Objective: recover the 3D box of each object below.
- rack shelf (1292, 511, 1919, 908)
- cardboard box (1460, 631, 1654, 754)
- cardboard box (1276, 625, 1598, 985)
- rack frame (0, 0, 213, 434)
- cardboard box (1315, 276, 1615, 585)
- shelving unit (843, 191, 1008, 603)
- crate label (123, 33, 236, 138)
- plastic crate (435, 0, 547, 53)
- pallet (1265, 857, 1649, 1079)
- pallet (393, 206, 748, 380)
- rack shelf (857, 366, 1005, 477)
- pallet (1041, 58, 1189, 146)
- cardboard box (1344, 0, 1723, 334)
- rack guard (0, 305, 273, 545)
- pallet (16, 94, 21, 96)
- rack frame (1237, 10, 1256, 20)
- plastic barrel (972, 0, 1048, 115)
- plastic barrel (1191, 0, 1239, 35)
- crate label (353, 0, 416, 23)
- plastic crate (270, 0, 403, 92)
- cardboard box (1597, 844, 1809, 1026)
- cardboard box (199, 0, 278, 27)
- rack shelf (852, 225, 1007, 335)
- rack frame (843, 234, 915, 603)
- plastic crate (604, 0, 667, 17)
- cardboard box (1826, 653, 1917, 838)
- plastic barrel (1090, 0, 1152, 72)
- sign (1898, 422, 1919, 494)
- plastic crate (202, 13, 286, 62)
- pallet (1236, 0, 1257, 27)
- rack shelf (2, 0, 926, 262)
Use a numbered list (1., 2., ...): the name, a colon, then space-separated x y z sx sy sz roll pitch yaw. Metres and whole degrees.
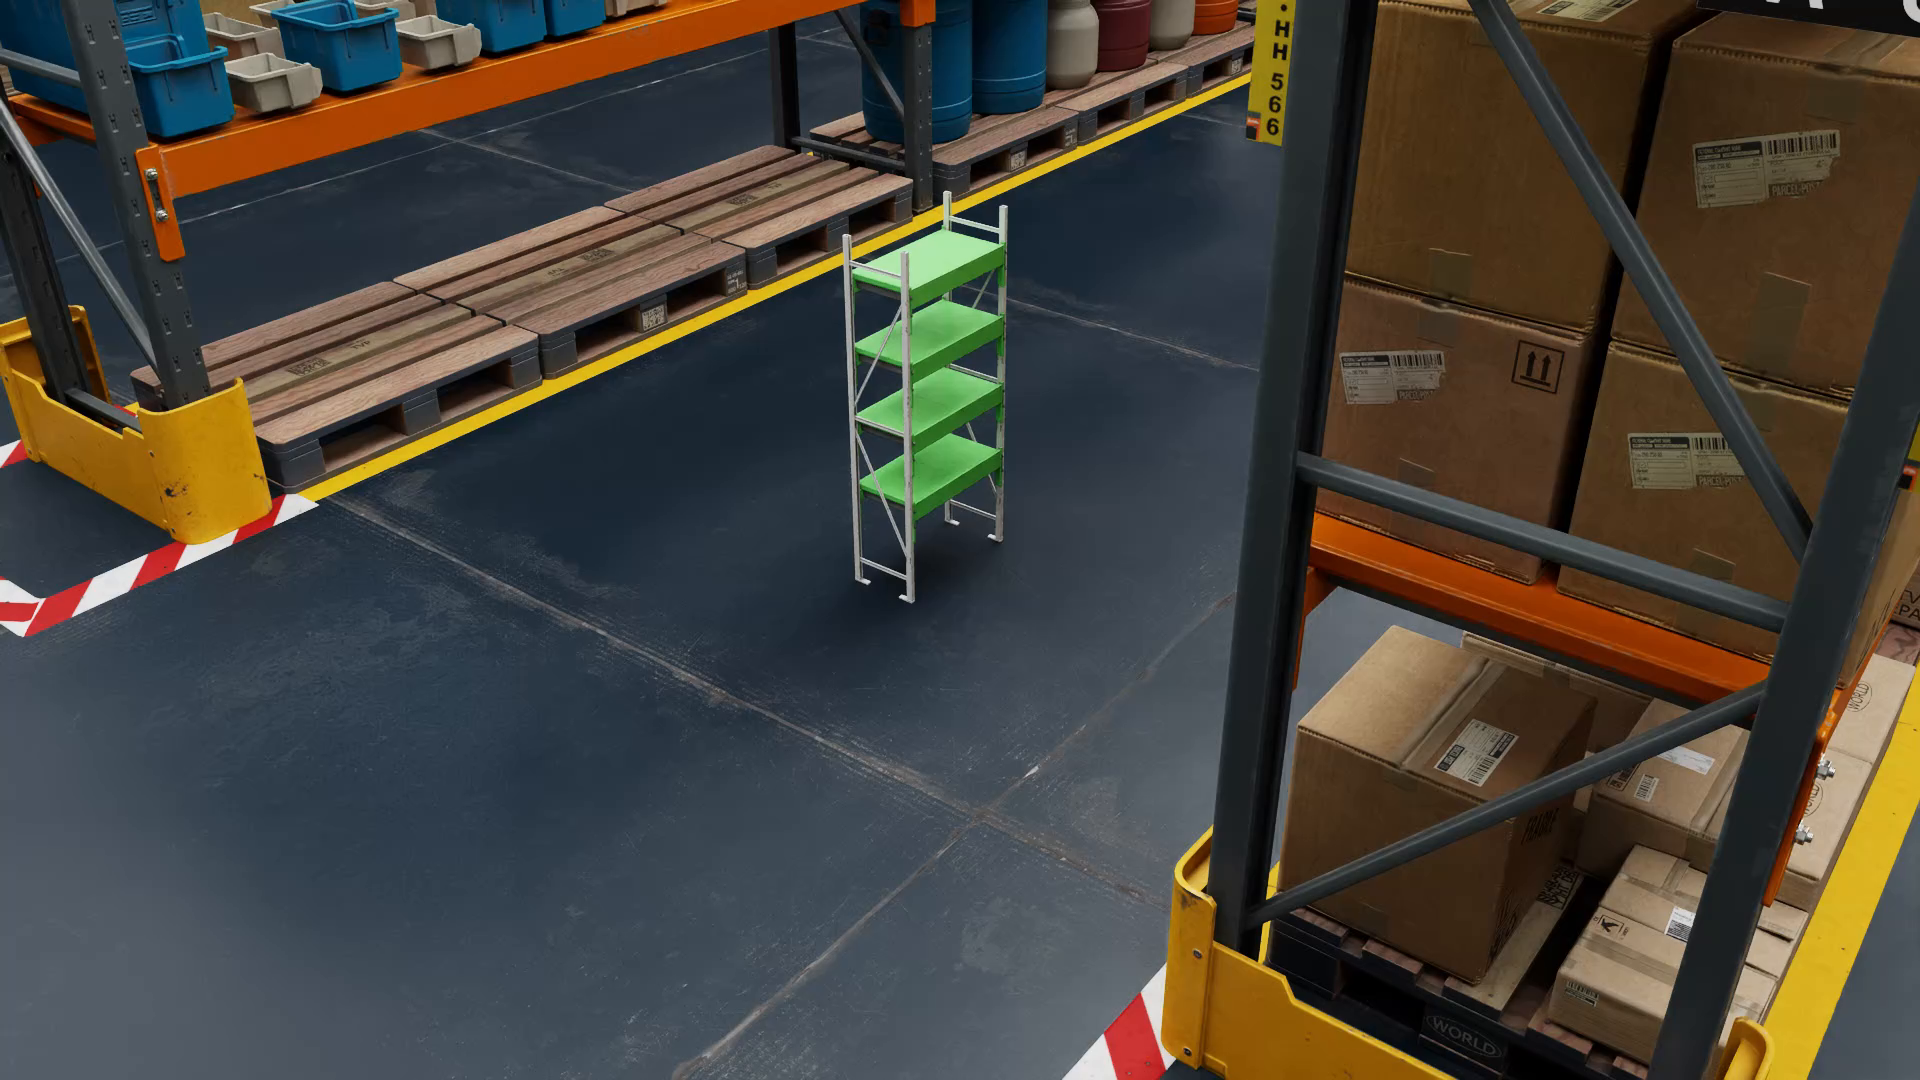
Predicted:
1. rack shelf: 2.165 -0.500 4.358 1.077 0.370 4.000 21 37 31
2. cardboard box: 1.687 0.323 4.528 0.500 0.250 0.500 21 37 31
3. cardboard box: 1.090 0.592 3.828 0.500 0.500 0.500 21 37 31
4. rack frame: -2.989 -1.523 5.377 1.000 3.000 0.127 21 37 31
5. cardboard box: 1.011 -0.306 3.225 0.500 0.500 0.500 22 37 33
6. shelving unit: -0.100 -0.449 5.331 0.258 1.200 0.503 21 37 31
7. crate label: -2.577 -1.476 5.403 0.416 0.233 0.303 21 37 31
8. plastic crate: -1.783 -2.011 6.306 0.416 0.233 0.300 21 37 31
9. pallet: 1.484 0.848 4.113 1.003 0.211 1.213 21 37 31
10. pallet: -1.723 -1.140 7.467 1.003 0.211 1.213 21 37 31
11. rack shelf: -0.100 -0.394 5.363 0.258 0.148 0.480 21 37 31
12. pallet: 0.661 -2.748 10.180 1.003 0.211 1.213 21 37 31
13. cardboard box: 1.007 -0.735 2.970 0.500 0.500 0.500 21 36 31
14. rack guard: -2.993 -0.434 5.991 1.175 0.500 0.348 21 37 31
15. pallet: -5.780 -2.690 10.082 1.003 0.211 1.213 21 37 31
16. rack frame: 1.840 -4.774 10.864 1.000 3.000 0.127 21 37 31
17. plastic barrel: 0.195 -2.930 9.399 0.600 0.901 0.708 21 37 31
18. plastic barrel: 1.559 -3.817 10.966 0.600 0.830 0.708 21 37 31
19. crate label: -2.306 -2.056 6.477 0.396 0.136 0.243 21 37 31
20. plastic crate: -2.180 -1.743 5.855 0.416 0.233 0.300 21 37 31
21. cardboard box: 1.636 0.867 3.693 0.380 0.166 0.250 21 37 31
22. cardboard box: -4.985 -3.696 10.716 0.875 0.875 0.875 21 37 31
23. rack shelf: -0.100 -0.807 5.118 0.258 0.148 0.480 21 37 31
24. rack frame: -0.247 -0.350 5.163 0.240 1.200 0.015 21 37 31
25. plastic crate: -1.386 -2.261 6.822 0.293 0.136 0.466 21 37 31
26. cardboard box: 2.116 0.457 4.303 0.500 0.250 0.500 21 37 31
27. plastic barrel: 0.877 -3.255 10.253 0.600 0.588 0.708 21 37 31
28. sign: 1.391 -0.202 2.300 0.100 0.325 0.005 21 37 31
29. plastic crate: -2.641 -1.822 6.082 0.396 0.136 0.243 21 37 31
30. pallet: 2.339 -3.878 12.086 1.003 0.211 1.213 21 37 31
31. rack shelf: -1.782 -2.026 6.932 1.077 0.370 4.000 21 37 31
